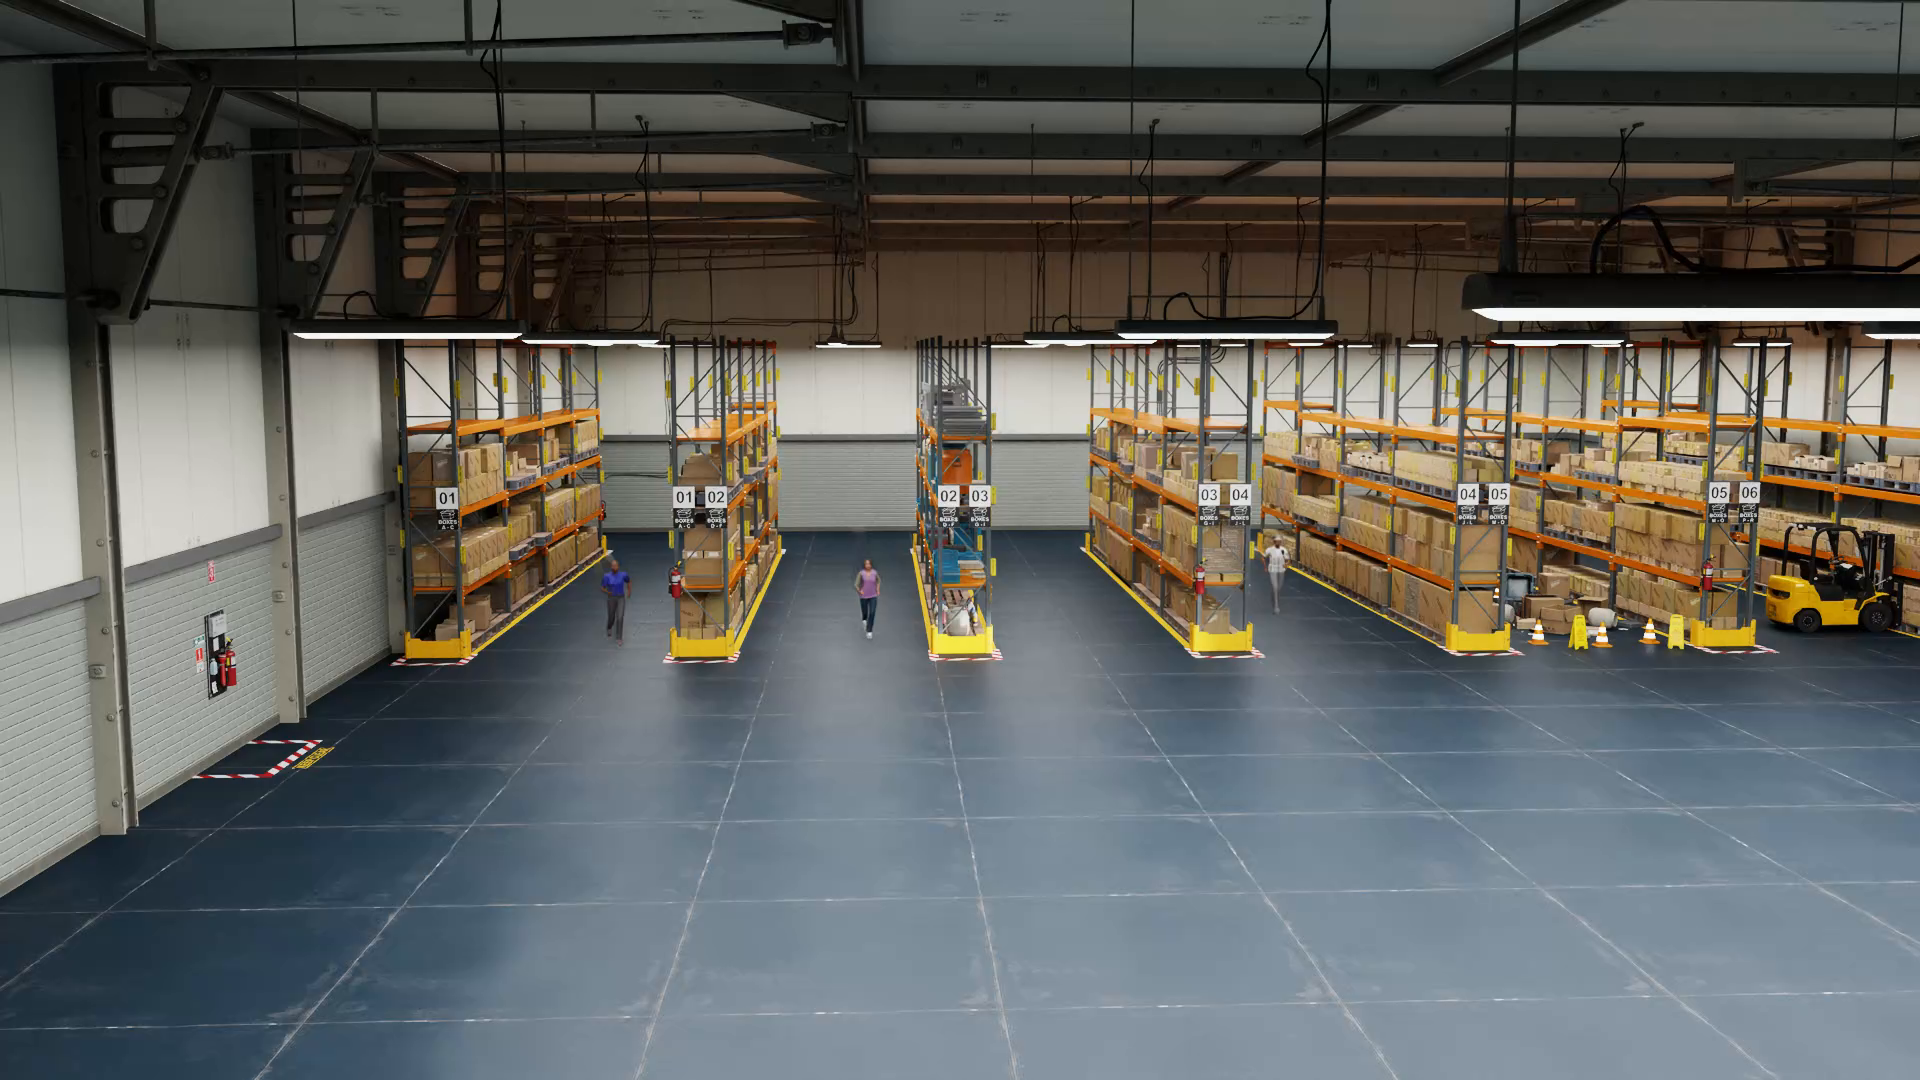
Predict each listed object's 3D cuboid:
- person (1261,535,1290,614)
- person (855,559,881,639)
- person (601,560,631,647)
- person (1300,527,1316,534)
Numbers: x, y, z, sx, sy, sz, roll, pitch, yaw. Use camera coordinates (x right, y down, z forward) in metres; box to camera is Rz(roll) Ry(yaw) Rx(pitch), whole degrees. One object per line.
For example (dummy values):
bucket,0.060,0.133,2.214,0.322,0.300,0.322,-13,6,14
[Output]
person,6.960,0.726,36.624,0.585,1.718,0.832,-1,7,-7
person,-1.844,1.158,33.432,0.547,1.584,0.759,-1,7,-9
person,-6.740,1.216,32.627,0.589,1.653,0.898,-2,7,-14
person,10.111,-0.655,48.613,0.780,1.725,0.713,6,9,41
